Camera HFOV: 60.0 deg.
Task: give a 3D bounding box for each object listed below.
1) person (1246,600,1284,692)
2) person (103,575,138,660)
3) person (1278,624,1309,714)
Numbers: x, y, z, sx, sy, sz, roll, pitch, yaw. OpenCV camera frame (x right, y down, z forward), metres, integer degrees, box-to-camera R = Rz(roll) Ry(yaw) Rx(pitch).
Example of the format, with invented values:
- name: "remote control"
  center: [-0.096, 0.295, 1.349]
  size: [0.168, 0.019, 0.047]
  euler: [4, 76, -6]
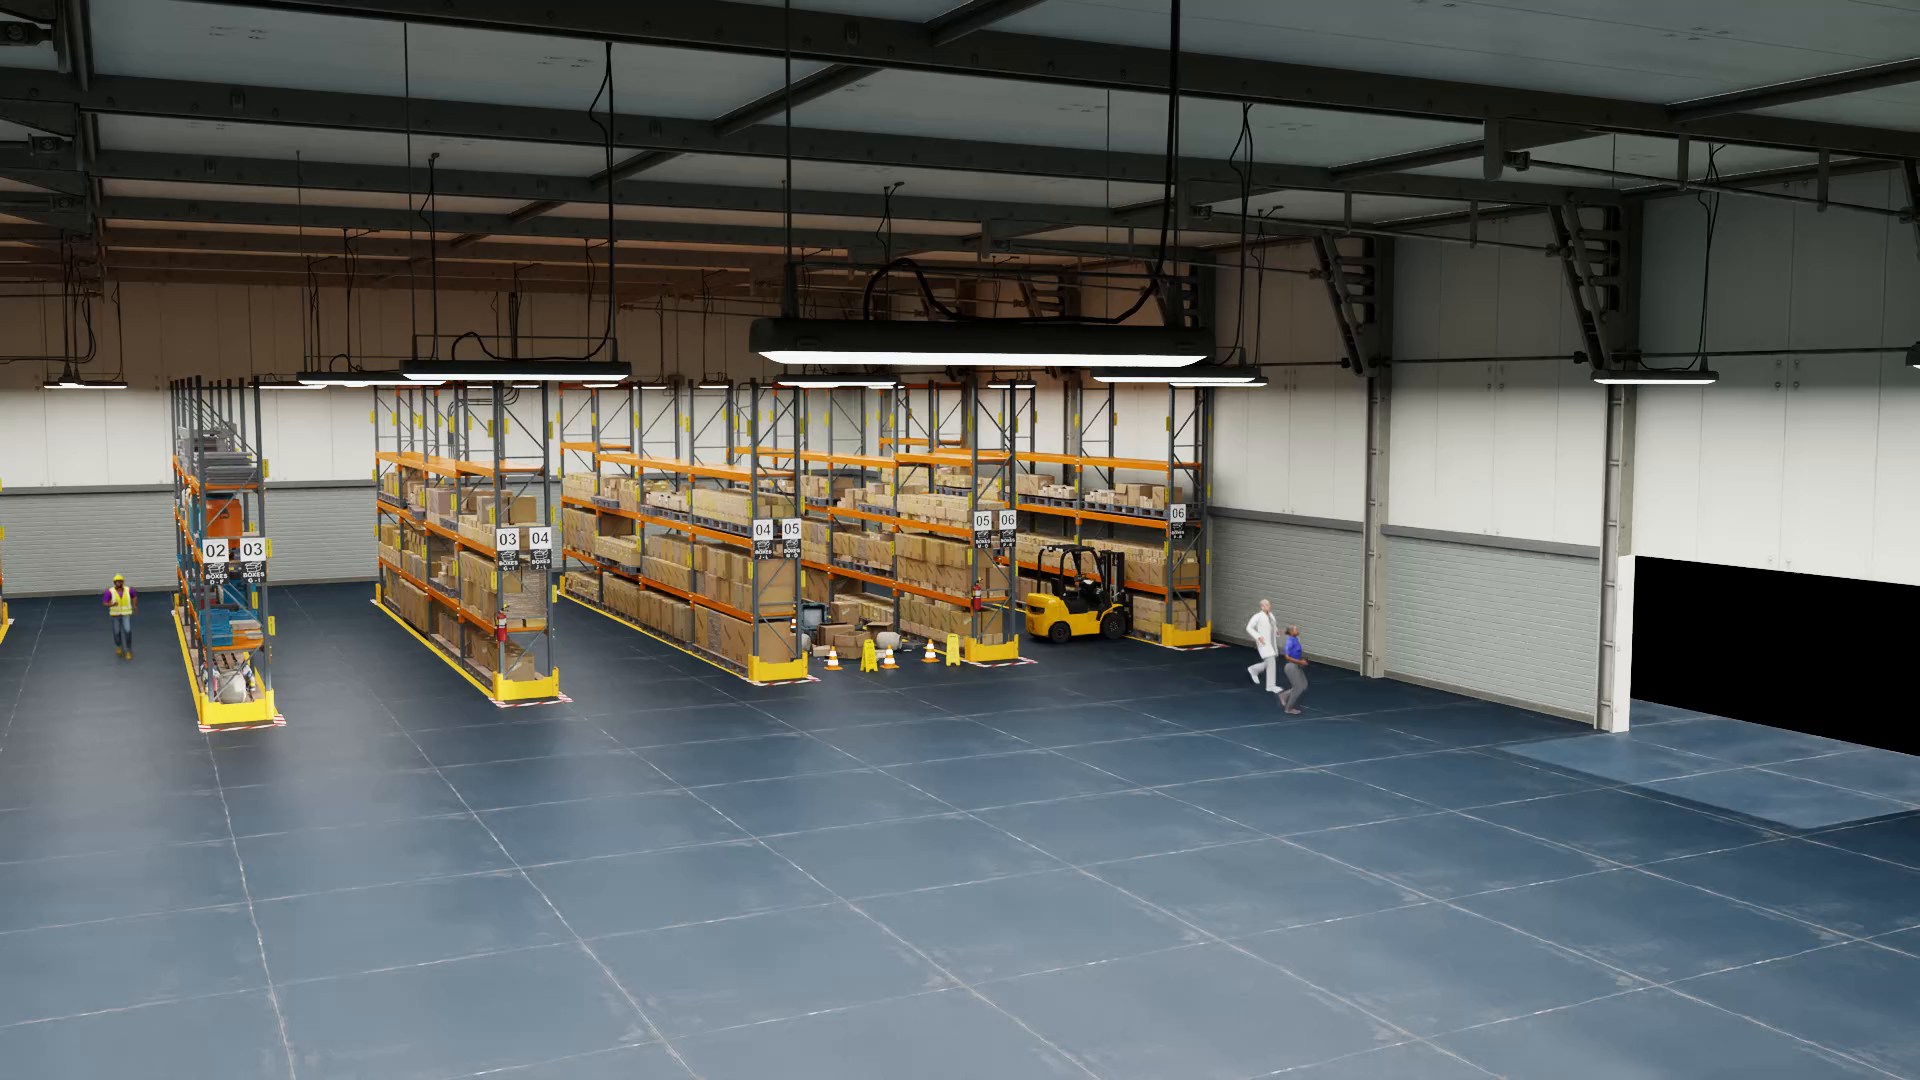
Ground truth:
- name: "person"
  center: [5.847, 2.015, 31.916]
  size: [0.720, 1.745, 0.896]
  euler: [-5, 7, -42]
- name: "person"
  center: [-18.067, 1.653, 35.796]
  size: [0.674, 1.828, 0.796]
  euler: [-3, 6, -29]
- name: "person"
  center: [5.952, 2.290, 29.579]
  size: [0.554, 1.606, 0.571]
  euler: [2, 5, 22]
